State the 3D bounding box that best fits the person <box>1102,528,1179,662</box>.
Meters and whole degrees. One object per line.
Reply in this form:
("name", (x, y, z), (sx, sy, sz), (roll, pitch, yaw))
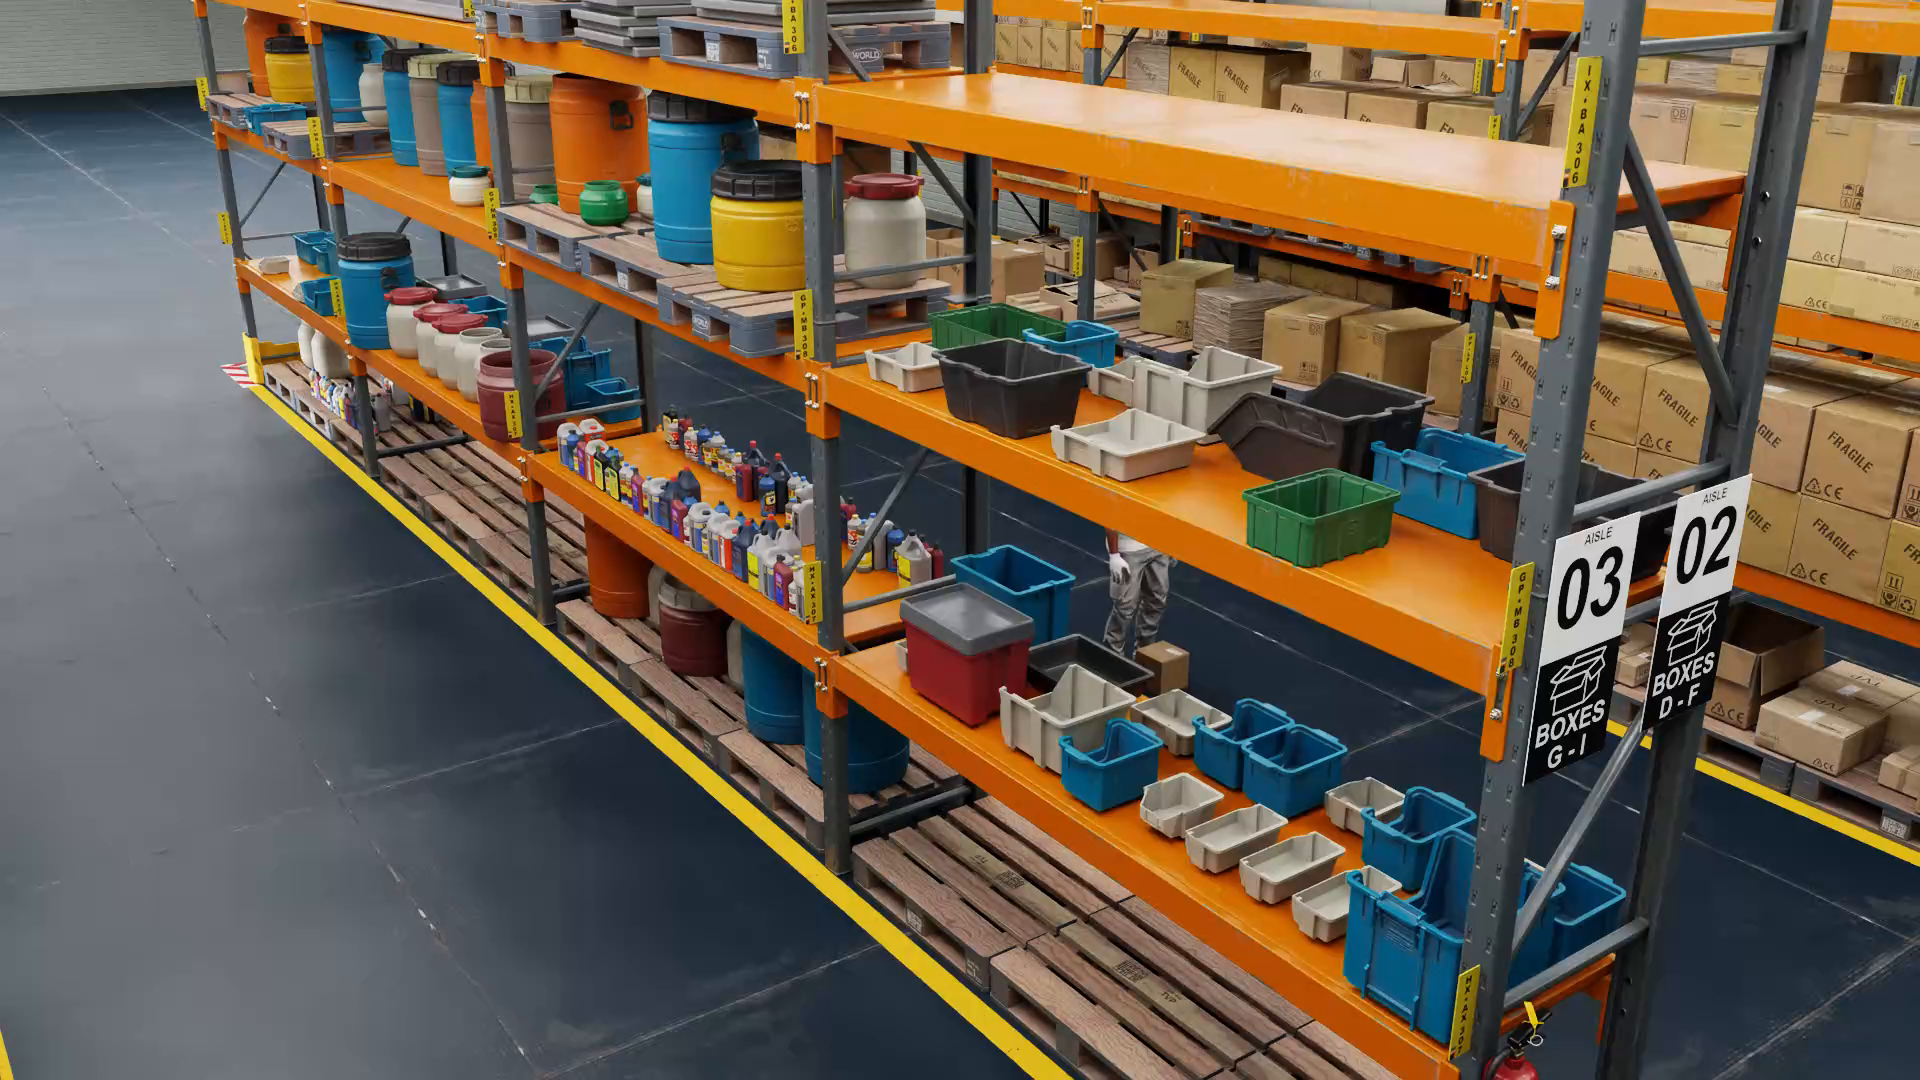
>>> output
("person", (1.201, 0.071, 10.884), (0.629, 1.775, 0.446), (-16, 26, -36))
